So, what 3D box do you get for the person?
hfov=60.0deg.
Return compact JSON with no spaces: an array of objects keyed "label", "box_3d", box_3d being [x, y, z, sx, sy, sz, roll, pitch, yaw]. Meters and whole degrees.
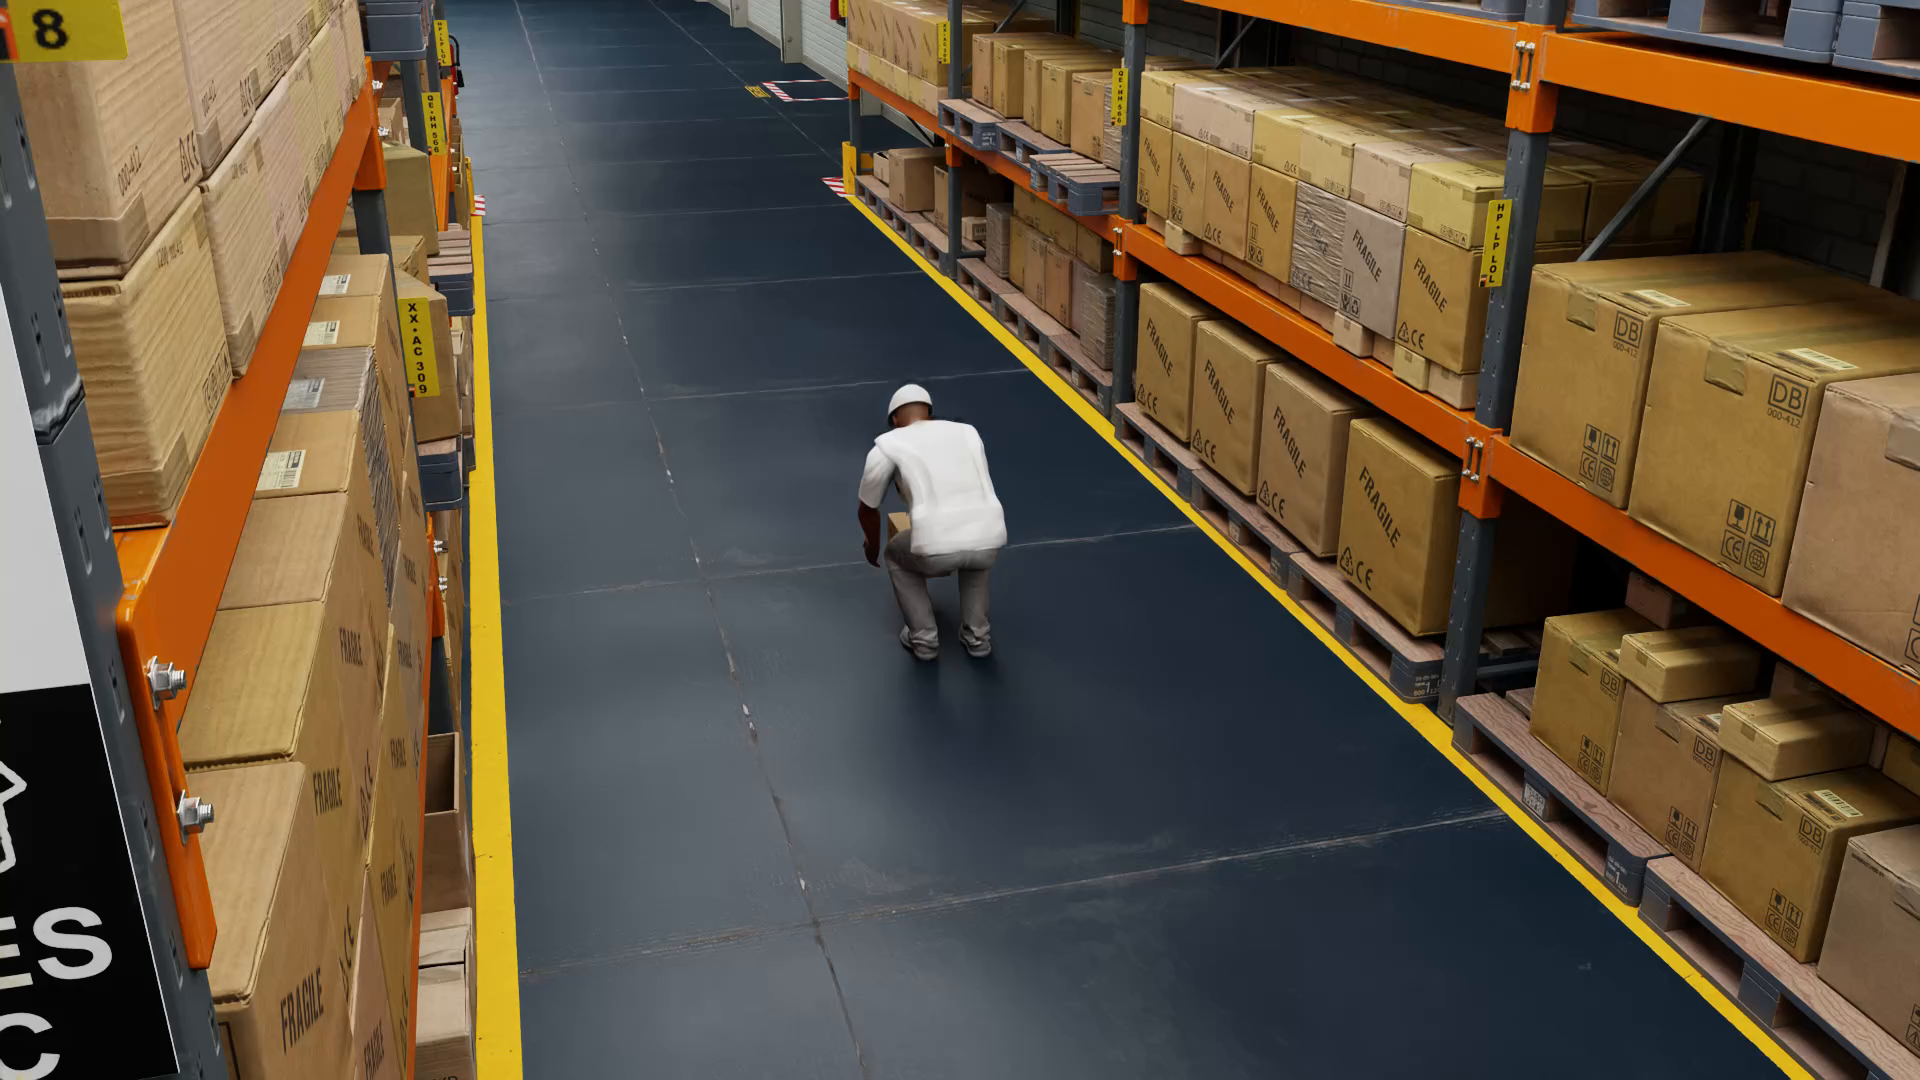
[{"label":"person","box_3d":[-0.128,-0.061,7.500,0.612,1.156,0.852,-6,24,-14]}]
